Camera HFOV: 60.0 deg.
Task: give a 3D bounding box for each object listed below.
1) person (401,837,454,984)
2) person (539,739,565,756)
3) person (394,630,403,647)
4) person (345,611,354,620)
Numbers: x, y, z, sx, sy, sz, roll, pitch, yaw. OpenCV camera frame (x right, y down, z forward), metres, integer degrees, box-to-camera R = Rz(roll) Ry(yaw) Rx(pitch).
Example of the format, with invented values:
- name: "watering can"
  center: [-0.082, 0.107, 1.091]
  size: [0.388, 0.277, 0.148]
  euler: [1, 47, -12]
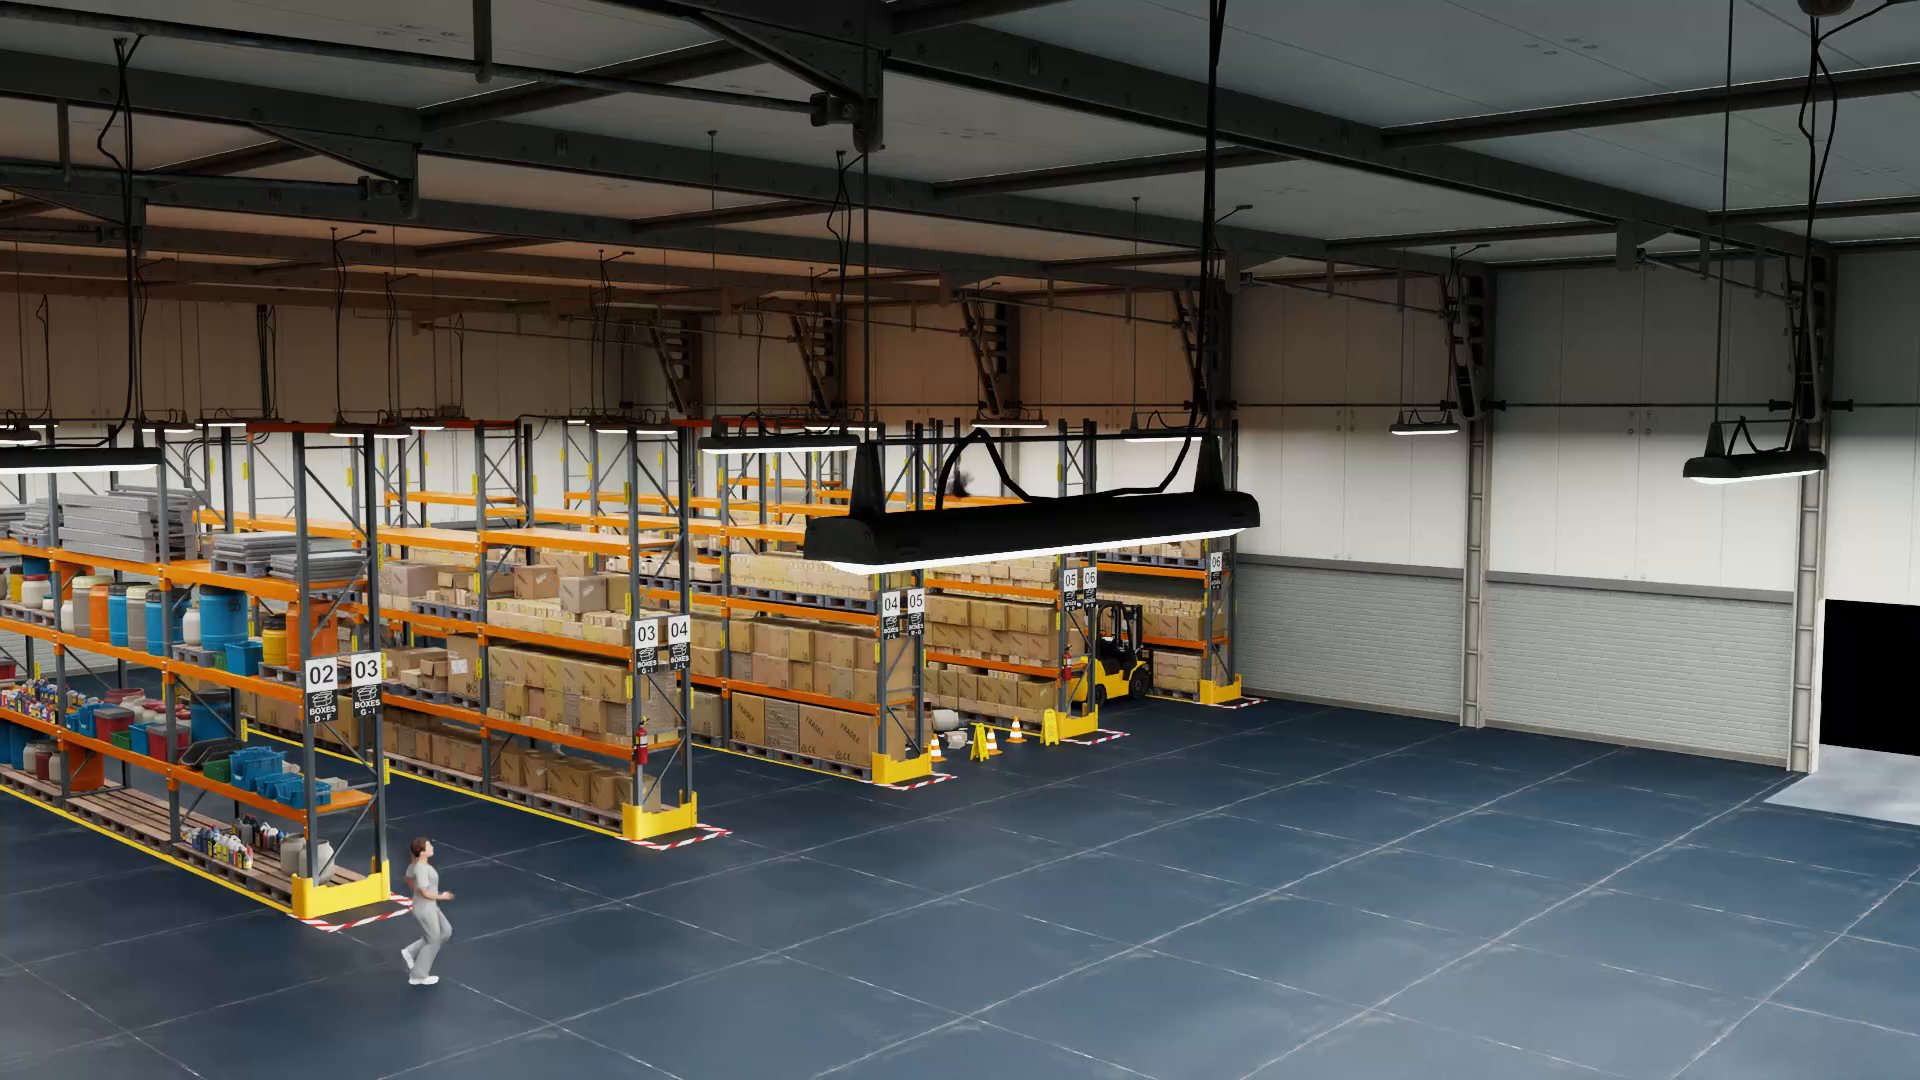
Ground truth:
- name: "person"
  center: [-5.795, 4.035, 18.165]
  size: [0.517, 1.631, 0.560]
  euler: [-2, 5, -23]
- name: "person"
  center: [-7.382, 3.027, 30.061]
  size: [0.609, 1.722, 0.713]
  euler: [4, 6, 40]
- name: "person"
  center: [-13.516, 2.275, 40.005]
  size: [0.634, 1.541, 0.529]
  euler: [-2, 5, -20]
- name: "person"
  center: [-14.108, 2.379, 38.336]
  size: [0.601, 1.694, 0.645]
  euler: [1, 5, 6]
